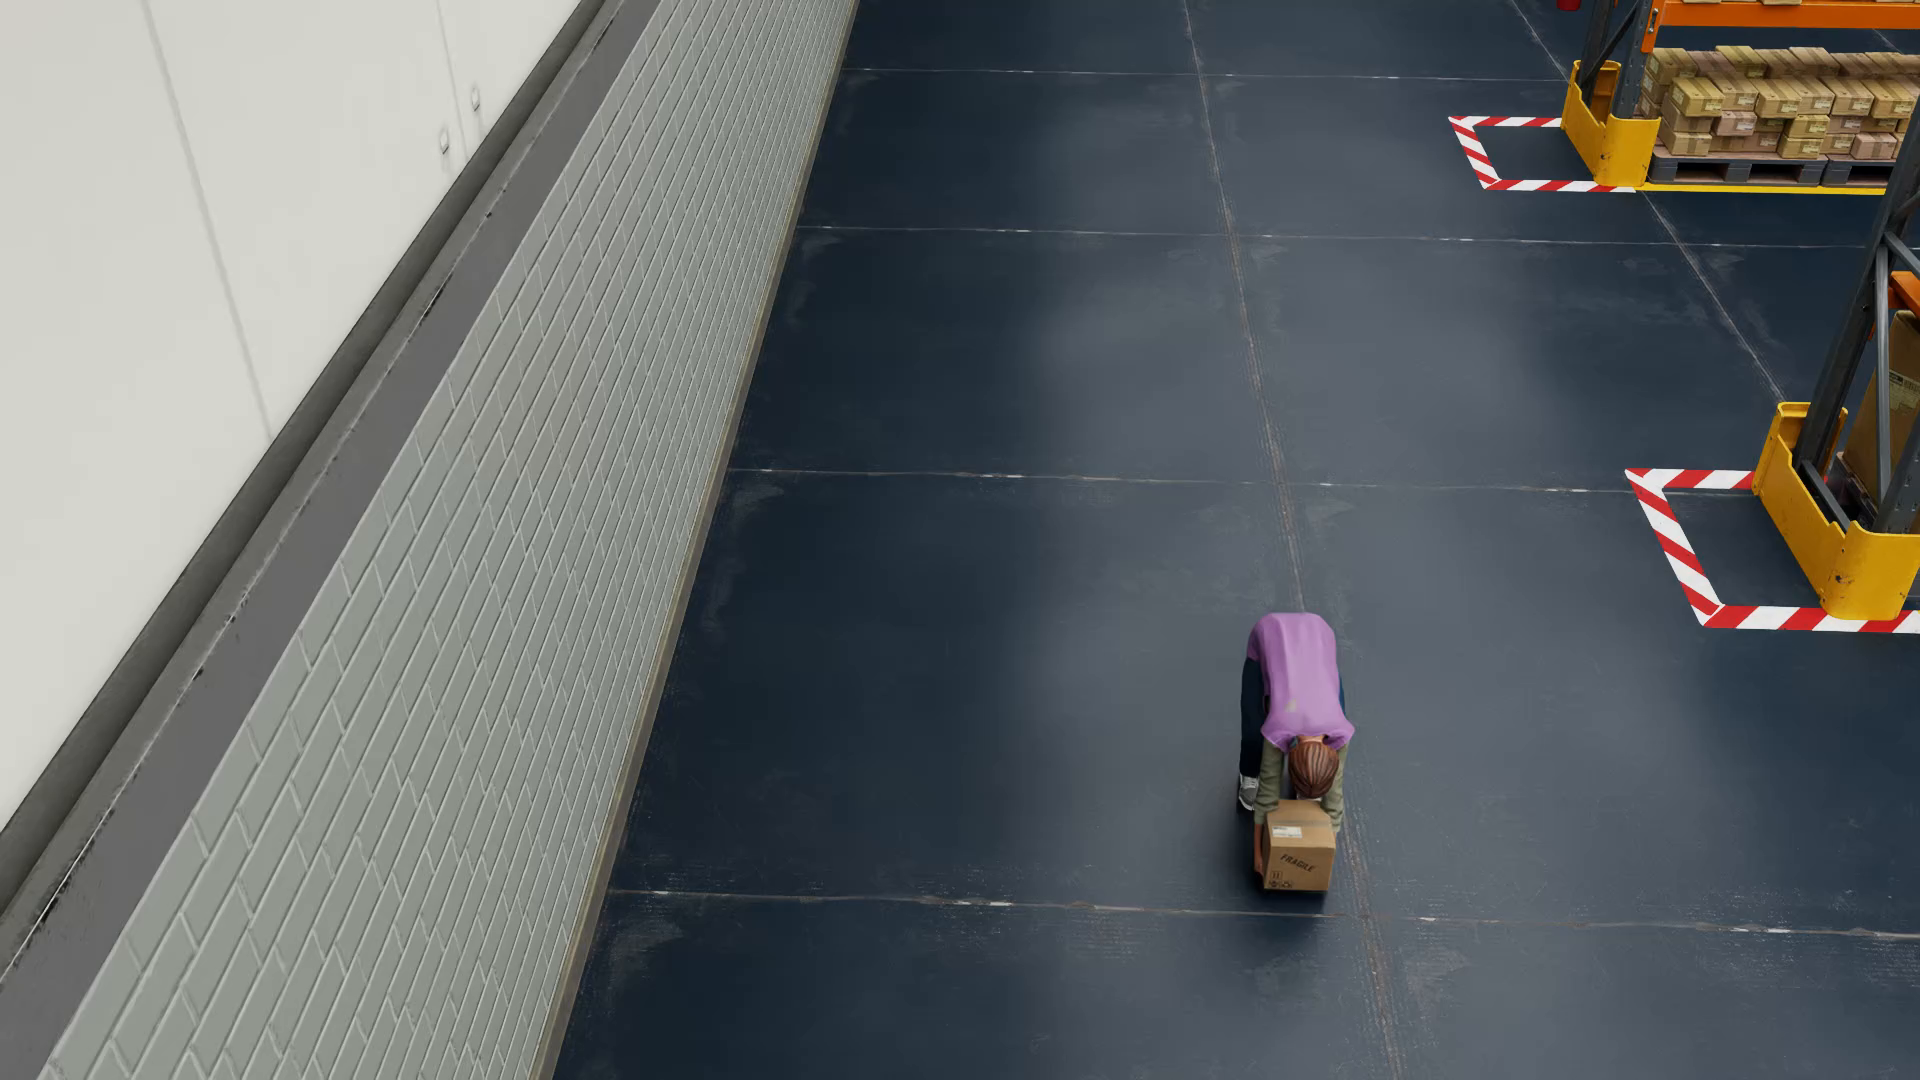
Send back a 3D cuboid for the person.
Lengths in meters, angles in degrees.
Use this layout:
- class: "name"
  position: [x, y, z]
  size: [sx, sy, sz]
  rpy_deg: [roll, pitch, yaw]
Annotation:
- class: "person"
  position: [1.341, 0.801, 6.639]
  size: [0.425, 0.873, 0.853]
  rpy_deg: [0, 36, 0]
